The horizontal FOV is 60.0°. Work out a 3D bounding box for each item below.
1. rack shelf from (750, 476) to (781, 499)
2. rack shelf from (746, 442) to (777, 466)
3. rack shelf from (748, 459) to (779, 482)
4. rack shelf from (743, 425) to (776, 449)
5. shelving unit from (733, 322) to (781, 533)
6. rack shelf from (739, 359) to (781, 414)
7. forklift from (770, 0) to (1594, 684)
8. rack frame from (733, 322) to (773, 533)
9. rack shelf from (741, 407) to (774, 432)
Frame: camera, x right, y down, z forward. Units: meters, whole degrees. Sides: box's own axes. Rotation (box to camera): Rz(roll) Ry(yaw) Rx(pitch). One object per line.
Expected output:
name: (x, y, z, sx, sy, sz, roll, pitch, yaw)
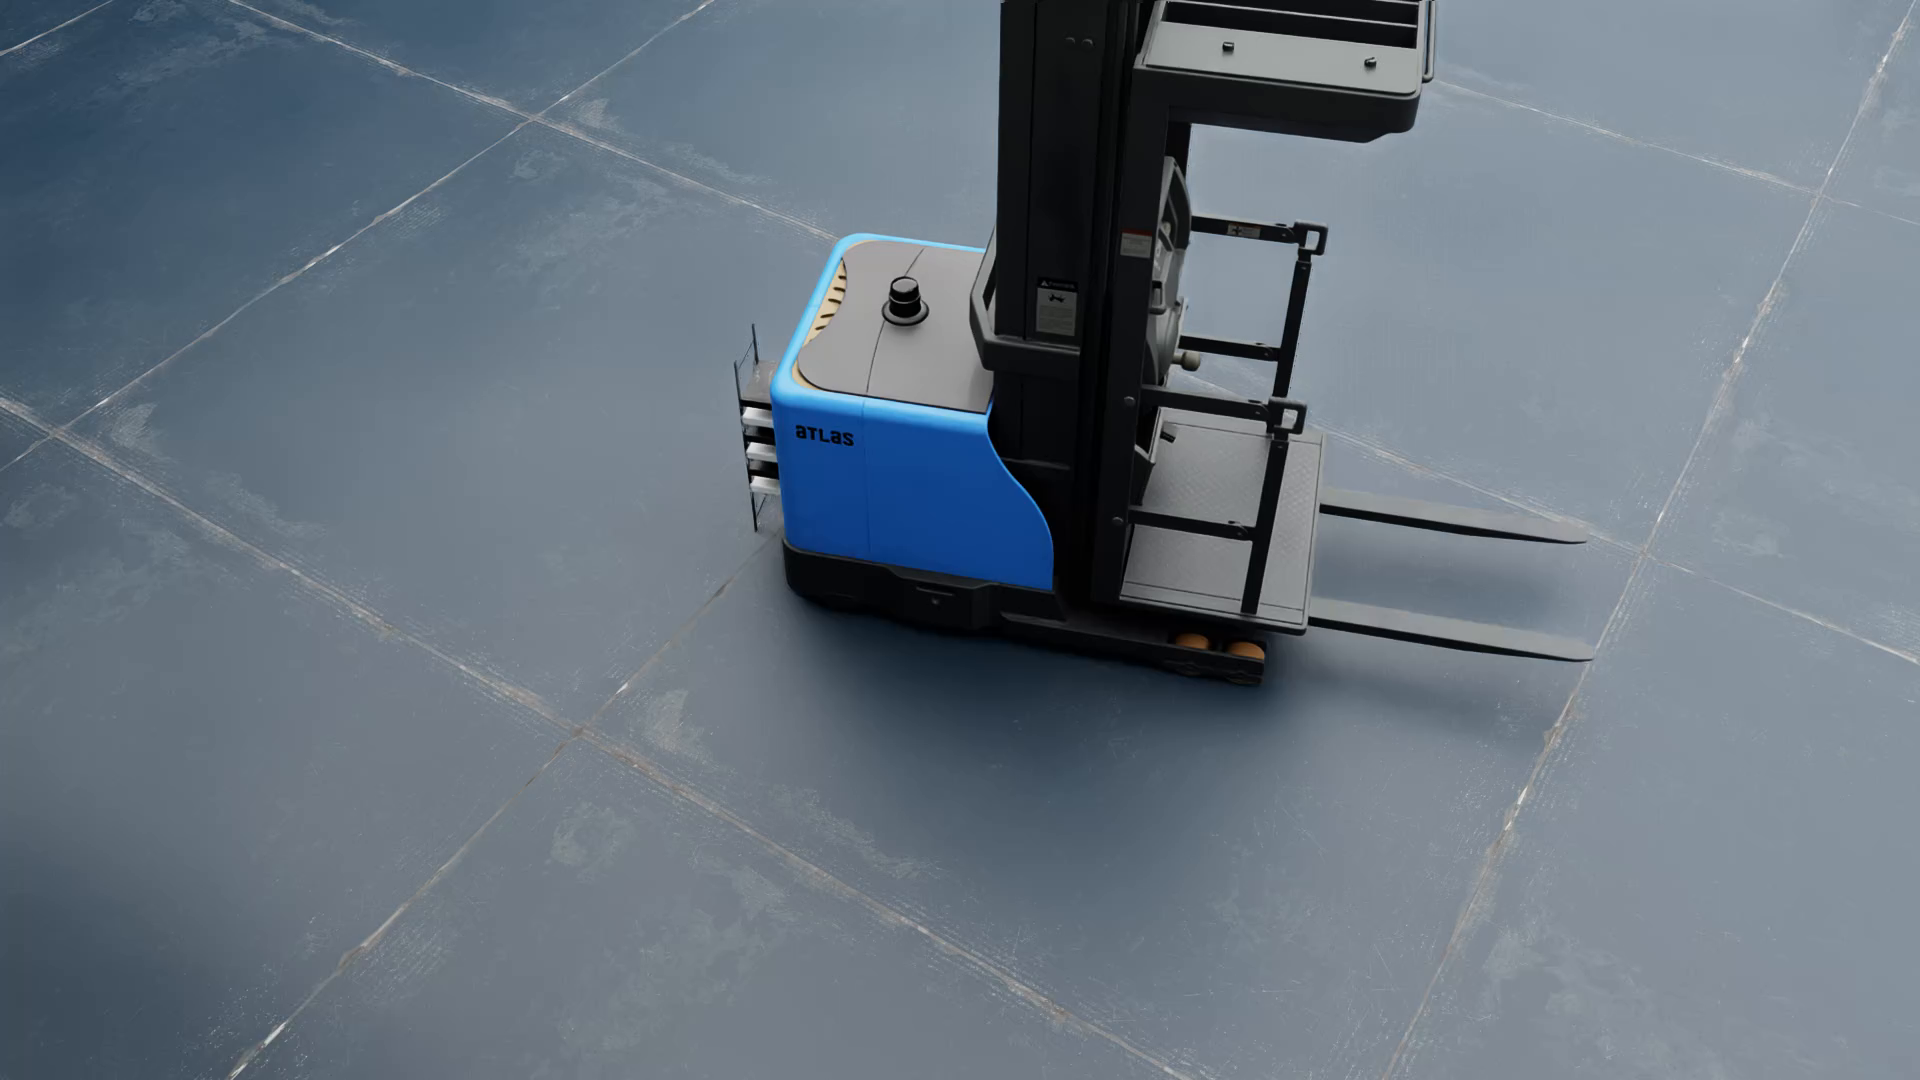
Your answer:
rack shelf: (-0.708, -0.262, 6.675, 0.200, 0.077, 0.258, 9, 47, 9)
rack shelf: (-0.708, -0.388, 6.546, 0.200, 0.077, 0.258, 9, 47, 9)
rack shelf: (-0.708, -0.325, 6.610, 0.200, 0.077, 0.258, 9, 47, 9)
rack shelf: (-0.708, -0.451, 6.481, 0.200, 0.077, 0.258, 9, 47, 9)
shelving unit: (-0.708, -0.411, 6.522, 0.210, 0.900, 0.258, 9, 47, 9)
rack shelf: (-0.708, -0.576, 6.352, 0.200, 0.077, 0.258, 9, 47, 9)
forklift: (0.891, -0.904, 5.584, 3.031, 2.935, 1.130, 9, 47, 9)
rack frame: (-0.807, -0.427, 6.537, 0.006, 0.900, 0.240, 9, 47, 9)
rack shelf: (-0.708, -0.513, 6.417, 0.200, 0.077, 0.258, 9, 47, 9)
